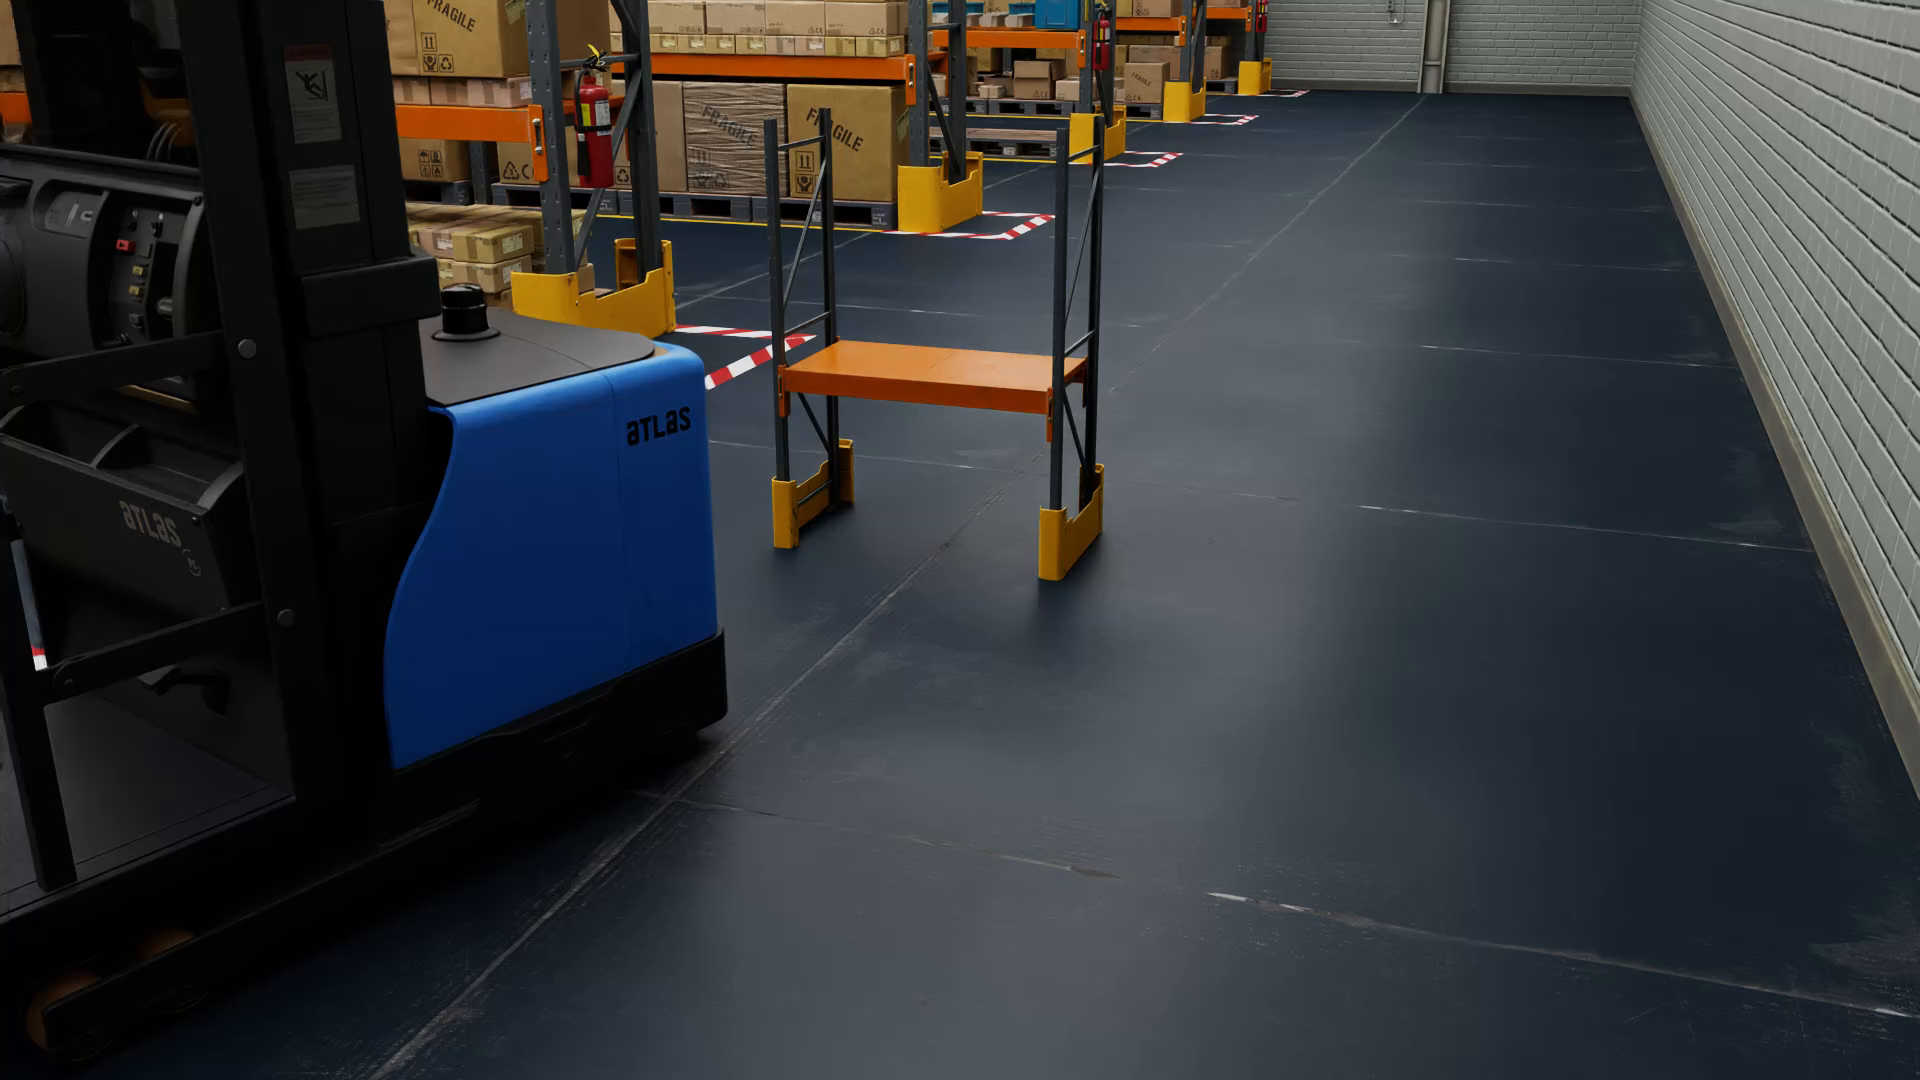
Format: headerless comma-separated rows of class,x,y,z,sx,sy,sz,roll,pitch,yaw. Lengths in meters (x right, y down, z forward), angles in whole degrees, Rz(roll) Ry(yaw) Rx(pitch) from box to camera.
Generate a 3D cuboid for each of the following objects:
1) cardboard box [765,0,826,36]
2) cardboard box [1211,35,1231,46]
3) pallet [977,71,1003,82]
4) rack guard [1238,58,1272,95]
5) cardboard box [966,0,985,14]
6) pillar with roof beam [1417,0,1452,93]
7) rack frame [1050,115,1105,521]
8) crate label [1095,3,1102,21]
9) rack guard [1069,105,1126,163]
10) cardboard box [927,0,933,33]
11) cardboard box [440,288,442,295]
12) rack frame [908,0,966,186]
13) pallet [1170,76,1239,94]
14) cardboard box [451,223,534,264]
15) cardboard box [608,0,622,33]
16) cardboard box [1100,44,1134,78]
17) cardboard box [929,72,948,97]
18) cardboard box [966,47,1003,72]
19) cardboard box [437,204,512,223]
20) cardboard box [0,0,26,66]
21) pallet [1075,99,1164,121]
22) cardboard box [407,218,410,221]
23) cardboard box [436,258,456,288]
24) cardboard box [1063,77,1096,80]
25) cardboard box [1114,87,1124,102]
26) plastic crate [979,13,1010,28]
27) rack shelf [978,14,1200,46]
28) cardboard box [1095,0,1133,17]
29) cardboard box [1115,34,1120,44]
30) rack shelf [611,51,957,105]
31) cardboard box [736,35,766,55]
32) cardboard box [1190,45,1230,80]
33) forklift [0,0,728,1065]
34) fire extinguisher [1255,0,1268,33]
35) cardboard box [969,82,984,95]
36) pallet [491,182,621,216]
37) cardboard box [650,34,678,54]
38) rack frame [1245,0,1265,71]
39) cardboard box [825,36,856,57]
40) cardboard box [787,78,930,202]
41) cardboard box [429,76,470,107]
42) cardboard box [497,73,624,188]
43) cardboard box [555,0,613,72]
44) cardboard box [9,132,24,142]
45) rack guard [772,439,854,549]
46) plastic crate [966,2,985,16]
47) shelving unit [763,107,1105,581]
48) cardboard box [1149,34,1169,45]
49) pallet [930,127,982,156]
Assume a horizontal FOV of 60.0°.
cardboard box,-1.194,-4.090,13.029,0.500,0.250,0.500,6,20,17
cardboard box,4.196,-8.034,26.740,0.250,0.149,0.380,7,20,18
pallet,0.174,-7.791,28.108,1.213,0.211,1.003,7,20,18
rack guard,4.729,-7.433,26.641,0.348,0.500,1.175,7,20,18
cardboard box,0.182,-7.361,22.484,0.500,0.500,0.500,7,20,19
pillar with roof beam,6.128,-10.088,21.345,0.400,9.000,9.100,7,20,18
rack frame,0.400,-0.663,5.698,0.032,1.500,0.500,7,20,18
crate label,1.330,-5.614,17.788,0.303,0.233,0.416,7,20,18
rack guard,1.482,-4.357,17.816,0.348,0.500,1.175,7,20,18
cardboard box,-0.535,-4.201,13.348,0.500,0.250,0.500,6,20,17
cardboard box,-2.736,-1.305,8.956,0.250,0.149,0.380,7,20,20
rack frame,-0.171,-3.996,12.982,0.127,3.000,1.000,7,20,18
pallet,3.925,-7.361,26.874,1.213,0.211,1.003,7,20,18
cardboard box,-2.477,-1.576,8.830,0.250,0.149,0.380,7,20,19
cardboard box,-2.632,-4.256,13.504,0.500,0.250,0.500,7,20,19
cardboard box,2.558,-7.842,27.176,0.500,0.500,0.700,7,20,19
cardboard box,-0.369,-6.333,23.104,0.500,0.311,0.500,7,20,18
cardboard box,0.271,-8.261,27.847,0.750,0.750,0.750,7,20,19
cardboard box,-2.773,-1.819,9.528,0.250,0.149,0.380,6,20,18
cardboard box,-5.287,-2.952,9.385,0.500,0.500,0.500,6,20,17
pallet,2.259,-5.853,22.546,1.213,0.211,1.003,7,20,18
cardboard box,-3.206,-1.657,9.063,0.250,0.149,0.380,6,20,16
cardboard box,-2.715,-1.470,8.979,0.250,0.149,0.380,6,20,17
cardboard box,1.719,-6.240,22.929,0.500,0.250,0.500,7,20,18
cardboard box,2.136,-5.999,22.366,0.250,0.166,0.380,7,20,18
plastic crate,0.356,-5.507,17.628,0.243,0.136,0.396,7,20,18
rack shelf,1.195,-6.952,22.556,4.000,0.370,1.077,7,20,18
cardboard box,2.080,-7.141,21.855,0.500,0.500,0.500,7,20,19
cardboard box,2.514,-8.225,27.289,0.250,0.149,0.380,7,20,19
rack shelf,-2.060,-3.872,13.721,4.000,0.370,1.077,7,20,18
cardboard box,-1.580,-3.923,13.156,0.250,0.149,0.380,6,20,17
cardboard box,4.012,-7.679,26.707,0.500,0.500,0.700,7,20,18
forklift,-1.926,-0.565,3.244,1.130,2.935,3.031,14,24,35
fire extinguisher,4.697,-8.244,25.853,0.183,0.674,0.296,7,20,18
cardboard box,0.311,-6.374,23.468,0.250,0.149,0.380,7,20,18
pallet,-3.256,-3.005,14.375,1.213,0.211,1.003,7,20,18
cardboard box,-2.306,-4.006,13.393,0.250,0.149,0.380,6,20,16
rack frame,4.706,-8.616,26.237,0.127,3.000,1.000,7,20,18
cardboard box,-0.861,-3.841,12.919,0.250,0.149,0.380,7,20,19
cardboard box,-0.801,-3.235,13.390,0.875,0.875,0.875,7,20,18
cardboard box,-2.517,-2.332,8.590,0.250,0.149,0.380,6,20,18
cardboard box,-3.352,-3.527,14.227,0.875,0.875,0.875,7,20,18
cardboard box,-2.227,-2.787,8.910,0.500,0.500,0.500,8,21,21
cardboard box,-6.284,-2.431,10.513,0.500,0.250,0.500,6,20,16
rack guard,-0.542,-0.180,6.213,0.087,0.250,0.587,7,20,18
plastic crate,0.086,-5.756,18.196,0.300,0.233,0.416,7,20,18
shelving unit,-0.072,-0.716,5.853,1.083,1.500,0.587,7,20,18
cardboard box,3.240,-8.143,27.053,0.250,0.149,0.380,7,20,19
pallet,-0.460,-4.453,18.529,1.213,0.211,1.003,7,20,18
